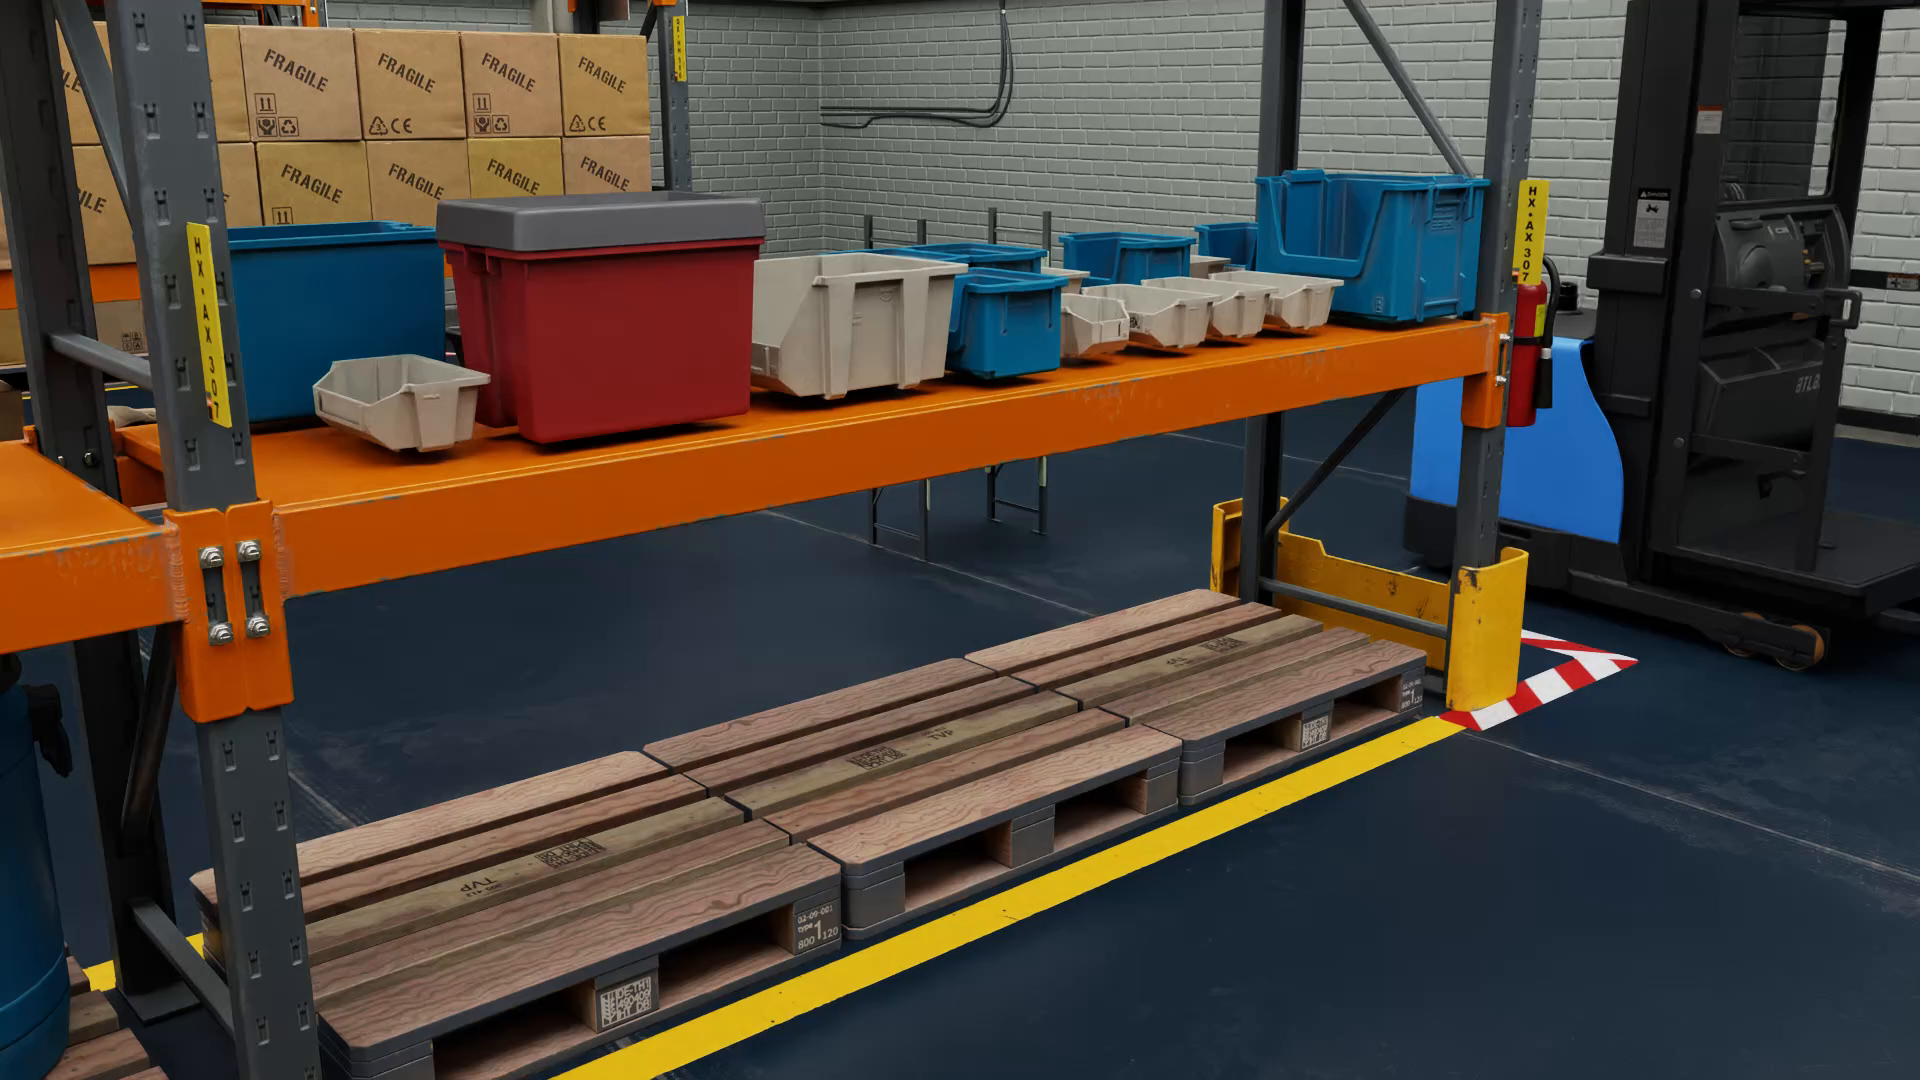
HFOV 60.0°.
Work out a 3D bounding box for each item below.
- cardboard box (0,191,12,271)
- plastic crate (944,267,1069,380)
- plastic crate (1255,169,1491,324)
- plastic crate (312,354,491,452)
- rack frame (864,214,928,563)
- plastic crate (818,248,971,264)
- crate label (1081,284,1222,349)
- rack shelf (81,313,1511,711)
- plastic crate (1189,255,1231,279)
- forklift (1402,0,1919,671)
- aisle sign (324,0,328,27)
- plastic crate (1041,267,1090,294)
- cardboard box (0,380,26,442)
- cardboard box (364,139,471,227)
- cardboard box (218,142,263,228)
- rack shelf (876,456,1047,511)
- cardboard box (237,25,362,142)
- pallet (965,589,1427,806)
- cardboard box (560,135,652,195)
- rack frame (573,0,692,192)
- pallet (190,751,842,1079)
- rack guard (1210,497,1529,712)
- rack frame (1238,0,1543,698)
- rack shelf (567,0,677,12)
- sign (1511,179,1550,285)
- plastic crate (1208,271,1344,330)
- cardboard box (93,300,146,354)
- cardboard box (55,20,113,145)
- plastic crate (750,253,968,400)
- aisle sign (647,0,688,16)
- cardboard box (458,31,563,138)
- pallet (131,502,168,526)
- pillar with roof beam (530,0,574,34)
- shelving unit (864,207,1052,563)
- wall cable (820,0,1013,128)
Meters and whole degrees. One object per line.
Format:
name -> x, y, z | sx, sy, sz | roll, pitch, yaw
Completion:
cardboard box -> -4.268, -1.369, 6.871 | 0.500, 0.500, 0.500 | -12, 19, -38
plastic crate -> 0.054, -0.551, 4.208 | 0.300, 0.233, 0.416 | -13, 19, -39
plastic crate -> 1.304, -0.954, 5.322 | 0.499, 0.435, 0.616 | -13, 19, -39
plastic crate -> -1.138, -0.276, 3.364 | 0.243, 0.136, 0.396 | -13, 19, -39
rack frame -> -0.281, -0.661, 7.320 | 0.023, 1.500, 0.400 | -13, 19, -39
plastic crate -> -0.188, -0.697, 4.755 | 0.300, 0.233, 0.416 | -13, 19, -39
crate label -> 0.516, -0.631, 4.693 | 0.243, 0.136, 0.396 | -13, 19, -39
rack shelf -> -0.074, -0.314, 4.508 | 4.000, 0.370, 1.077 | -13, 19, -39
plastic crate -> 0.736, -0.886, 5.650 | 0.298, 0.136, 0.250 | -13, 19, -39
forklift -> 3.248, -1.088, 6.144 | 1.130, 2.935, 3.031 | -11, 19, -36
aisle sign -> -4.818, -4.139, 12.395 | 0.004, 0.787, 0.394 | -13, 19, -39
plastic crate -> 0.224, -0.771, 5.220 | 0.298, 0.136, 0.250 | -13, 19, -39
cardboard box -> -4.588, -0.445, 7.593 | 0.500, 0.500, 0.500 | -13, 19, -39
cardboard box -> -2.742, -1.713, 8.156 | 0.500, 0.500, 0.500 | -12, 19, -39
cardboard box -> -3.505, -1.541, 7.513 | 0.500, 0.500, 0.500 | -13, 20, -40
rack shelf -> -0.005, -0.408, 7.636 | 0.720, 0.370, 0.431 | -13, 19, -39
cardboard box -> -3.126, -2.106, 7.692 | 0.500, 0.500, 0.500 | -12, 19, -38
pallet -> 0.787, 0.479, 5.548 | 1.213, 0.211, 1.003 | -13, 19, -39
cardboard box -> -1.973, -1.885, 8.800 | 0.500, 0.500, 0.500 | -12, 19, -38
rack frame -> -1.814, -1.965, 9.296 | 0.127, 3.000, 1.000 | -13, 19, -39
pallet -> -1.054, 0.892, 4.001 | 1.213, 0.211, 1.003 | -13, 19, -39
rack guard -> 1.444, 0.201, 6.031 | 0.348, 0.500, 1.175 | -13, 19, -39
rack frame -> 1.434, -1.001, 5.683 | 0.127, 3.000, 1.000 | -13, 19, -39
rack shelf -> -3.323, -2.728, 7.733 | 4.000, 0.370, 1.077 | -13, 19, -39
sign -> 1.808, -0.975, 5.272 | 0.005, 0.325, 0.100 | -13, 19, -39
plastic crate -> 0.938, -0.729, 5.060 | 0.243, 0.136, 0.396 | -13, 19, -39
cardboard box -> -6.288, -1.616, 12.018 | 0.500, 0.500, 0.700 | -13, 20, -41
cardboard box -> -3.903, -1.932, 7.038 | 0.500, 0.500, 0.500 | -13, 20, -41
plastic crate -> -0.310, -0.517, 3.988 | 0.530, 0.282, 0.437 | -13, 19, -39
aisle sign -> -1.562, -3.173, 8.780 | 0.004, 0.787, 0.394 | -13, 19, -39
cardboard box -> -2.350, -2.282, 8.350 | 0.500, 0.500, 0.500 | -12, 19, -38
pallet -> -4.313, -0.057, 7.554 | 1.213, 0.211, 1.003 | -13, 19, -39
pillar with roof beam -> -0.774, -5.615, 11.335 | 0.400, 9.000, 9.100 | -13, 19, -39
shelving unit -> -0.005, -0.723, 7.552 | 0.755, 1.500, 0.431 | -13, 19, -39
wall cable -> -0.568, -5.216, 15.857 | 0.112, 2.526, 3.097 | -13, 19, -39
